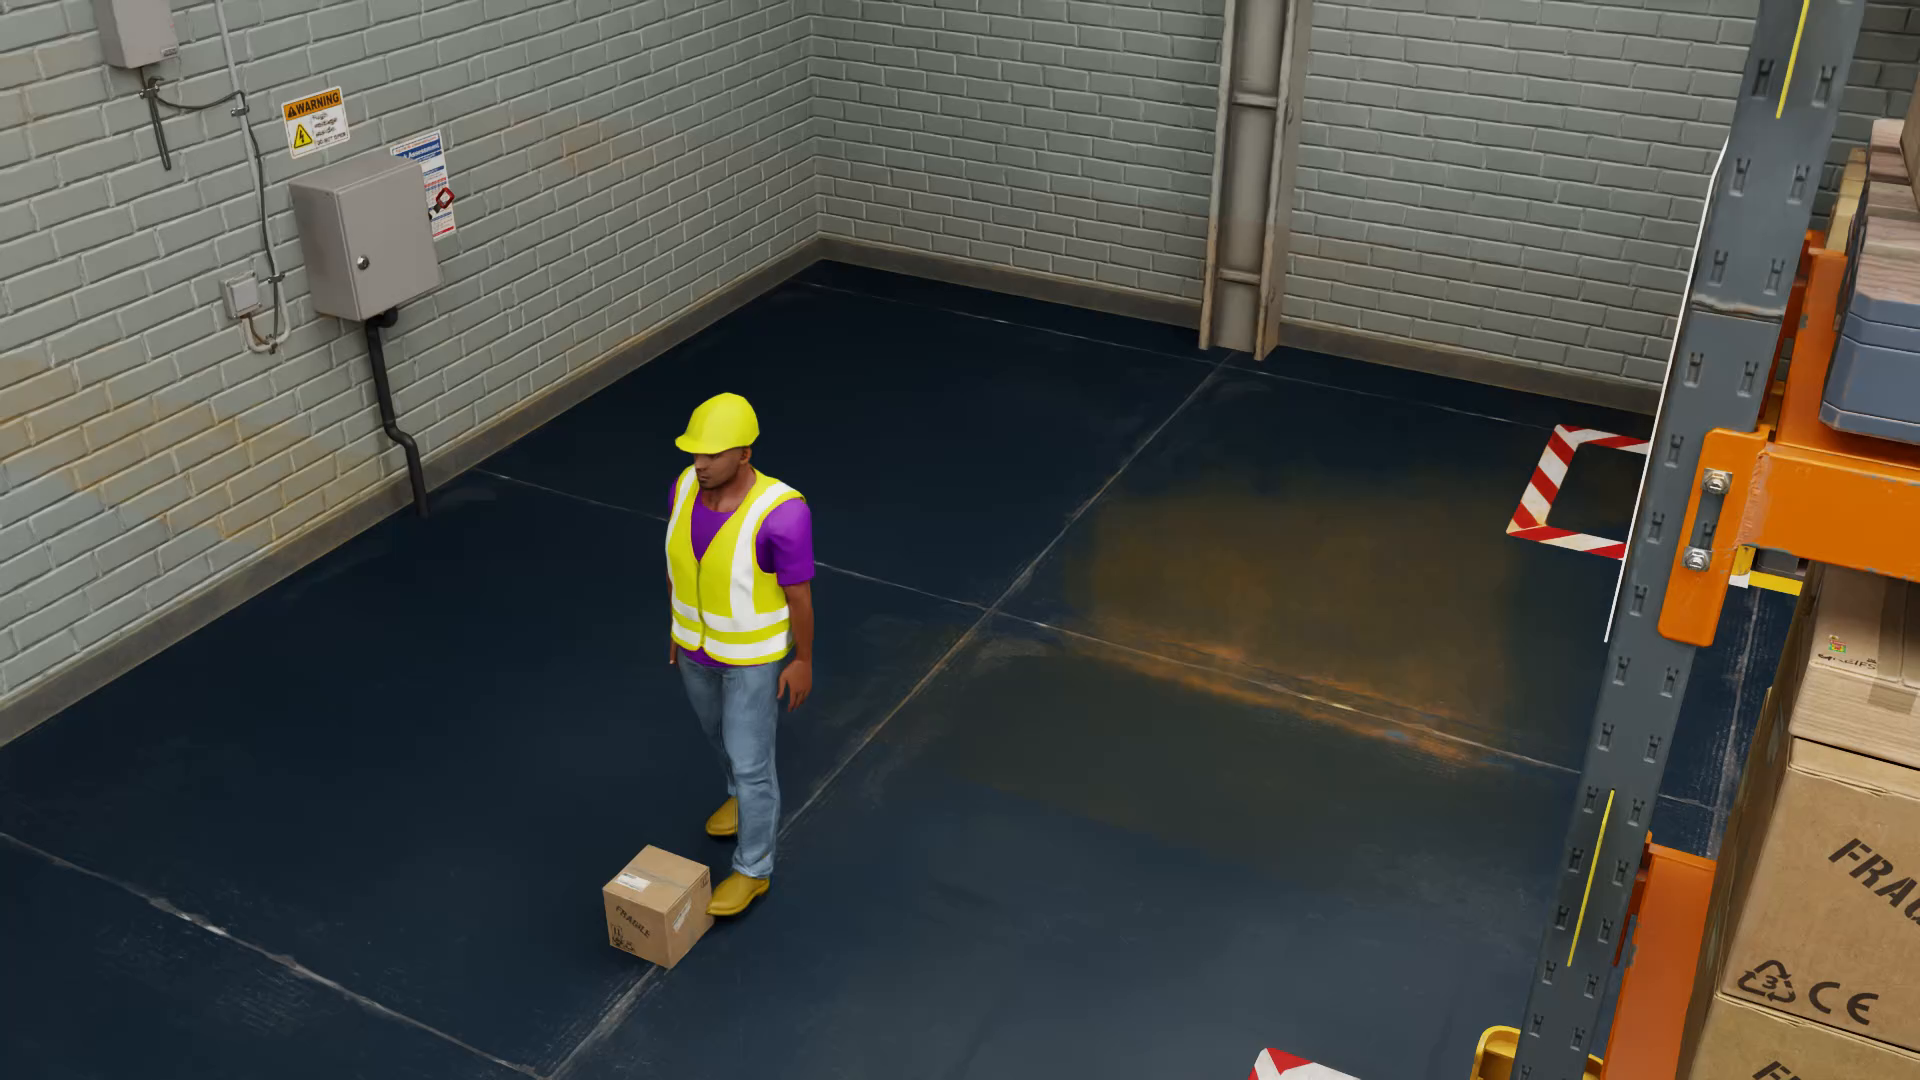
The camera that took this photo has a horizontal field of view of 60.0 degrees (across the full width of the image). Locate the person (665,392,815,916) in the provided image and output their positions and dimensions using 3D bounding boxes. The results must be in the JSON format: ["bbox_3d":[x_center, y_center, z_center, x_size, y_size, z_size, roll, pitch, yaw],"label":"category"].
[{"bbox_3d":[-0.783,0.371,5.462,0.561,1.768,0.673,18,34,28],"label":"person"}]
